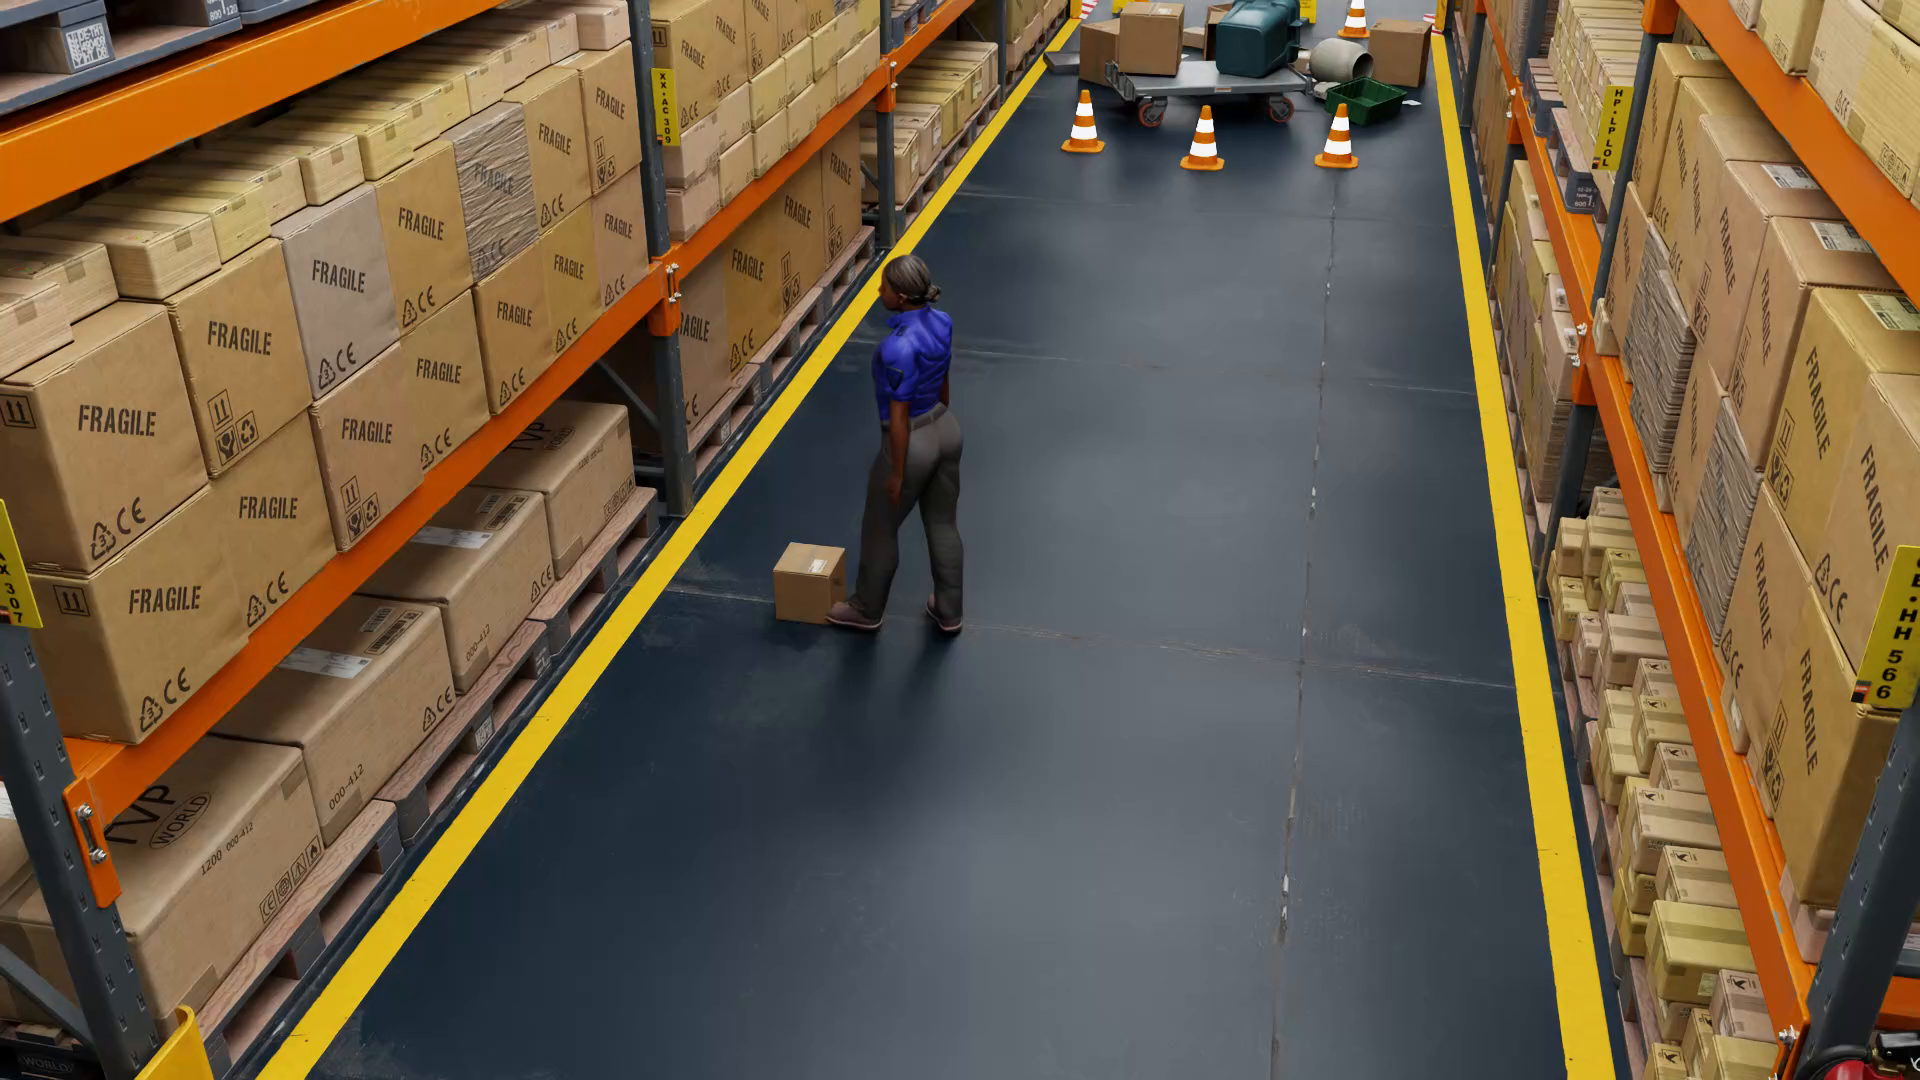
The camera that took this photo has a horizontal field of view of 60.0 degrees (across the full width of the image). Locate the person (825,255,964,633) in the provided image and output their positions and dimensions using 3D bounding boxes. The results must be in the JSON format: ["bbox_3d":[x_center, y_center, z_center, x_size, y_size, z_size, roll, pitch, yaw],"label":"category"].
[{"bbox_3d":[-0.249,-0.394,6.825,0.582,1.649,0.501,19,34,31],"label":"person"}]
